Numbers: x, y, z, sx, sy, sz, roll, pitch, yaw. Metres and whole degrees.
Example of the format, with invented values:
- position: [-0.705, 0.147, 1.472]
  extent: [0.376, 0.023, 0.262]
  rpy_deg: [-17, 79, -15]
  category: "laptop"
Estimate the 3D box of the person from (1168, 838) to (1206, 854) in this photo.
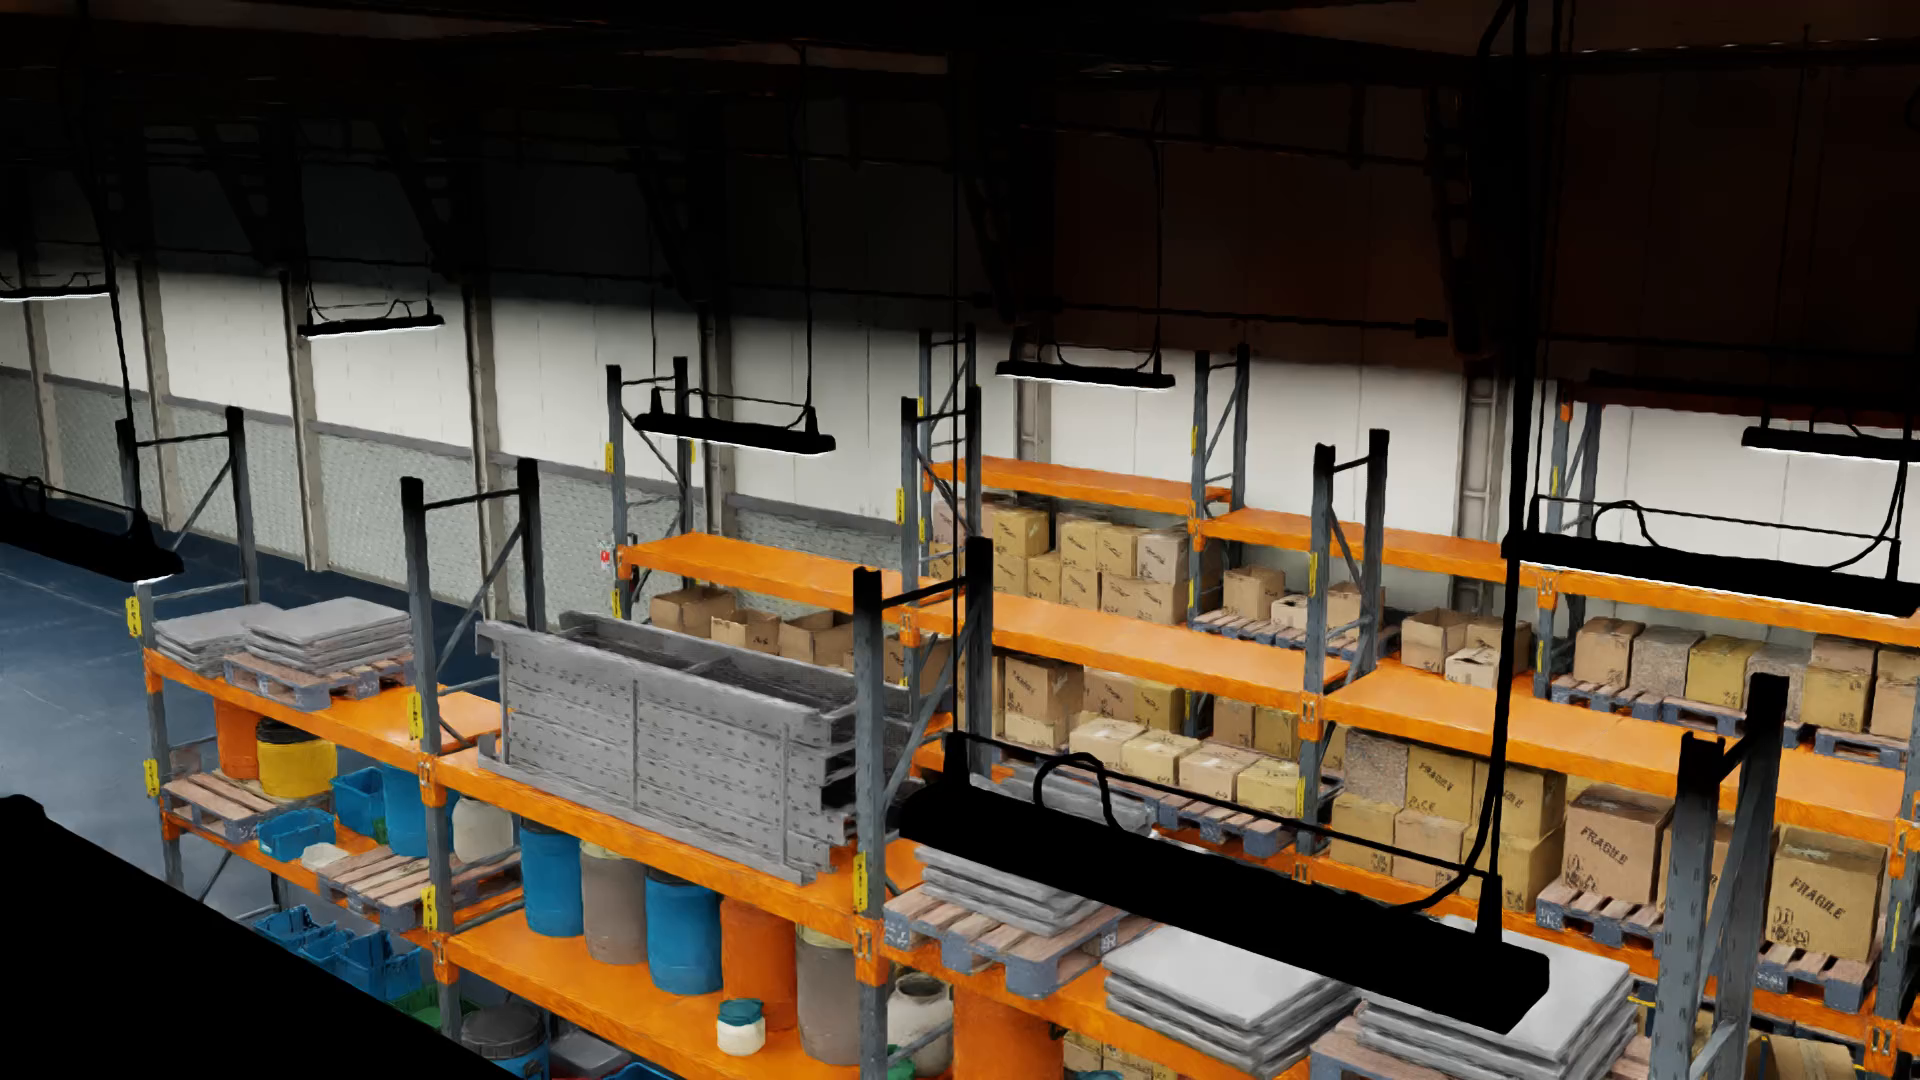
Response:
- position: [2.435, 3.298, 17.780]
  extent: [0.574, 1.726, 0.677]
  rpy_deg: [10, 16, 37]
  category: "person"
